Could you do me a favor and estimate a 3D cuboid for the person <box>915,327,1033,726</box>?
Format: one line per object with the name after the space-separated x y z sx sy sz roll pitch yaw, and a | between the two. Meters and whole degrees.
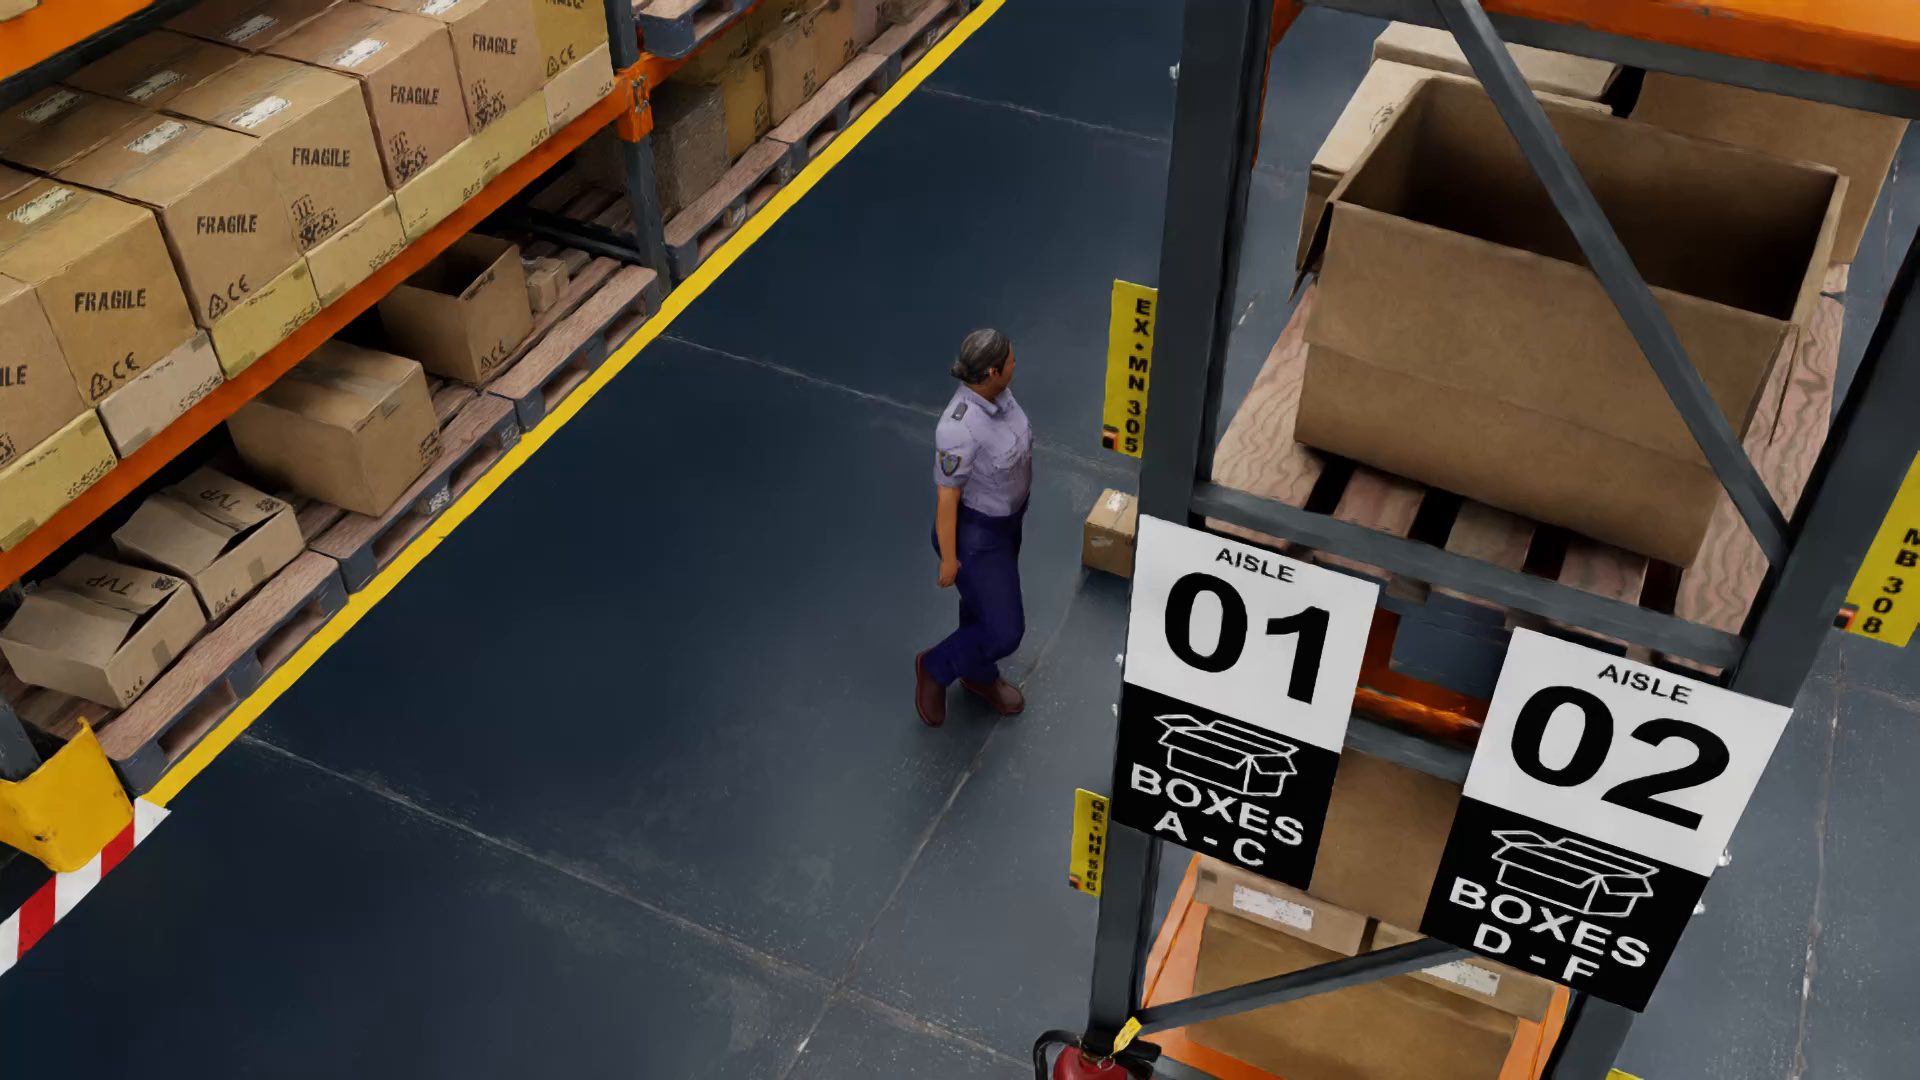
0.084 -0.010 6.183 0.441 1.638 0.636 13 44 14 | person
